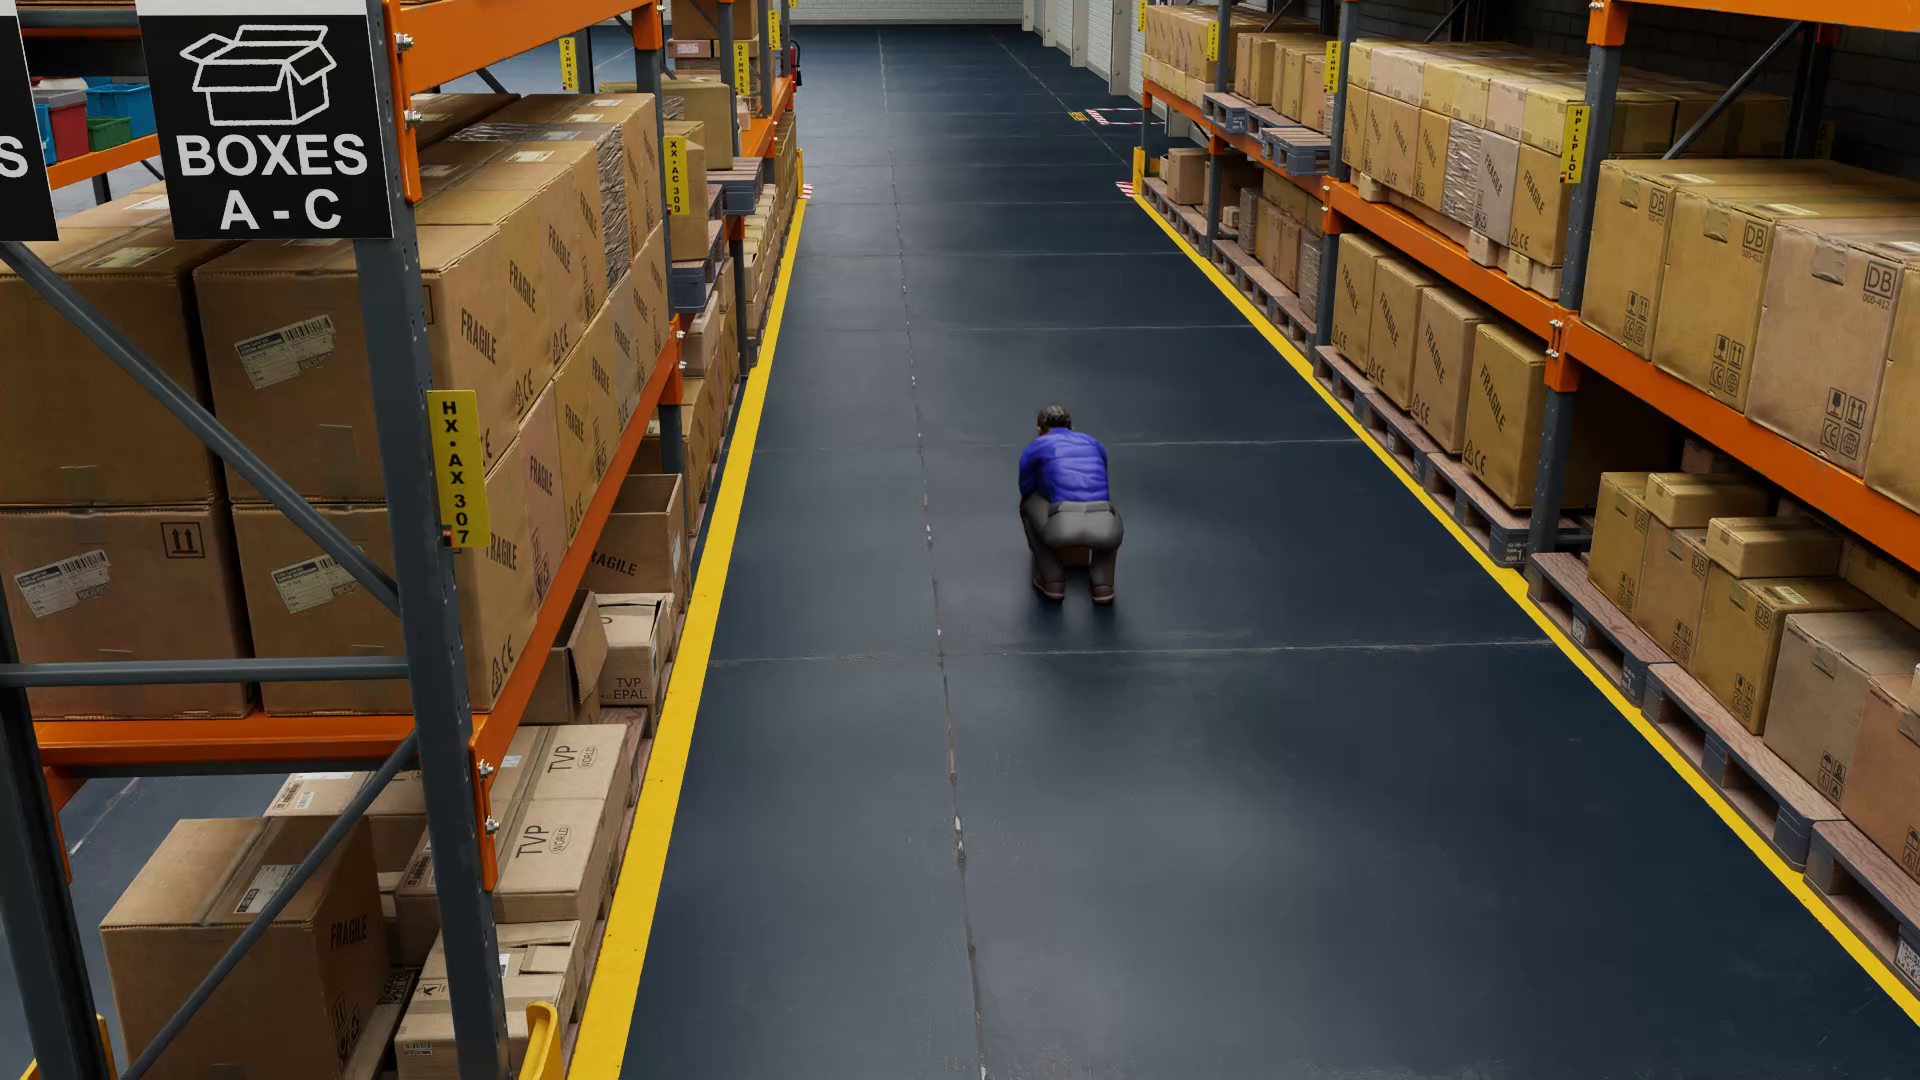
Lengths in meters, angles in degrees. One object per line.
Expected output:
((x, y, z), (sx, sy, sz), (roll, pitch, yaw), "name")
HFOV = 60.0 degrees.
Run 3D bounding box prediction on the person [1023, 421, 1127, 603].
((0.525, -0.134, 7.787), (0.449, 0.766, 0.873), (-2, 21, -5), "person")
